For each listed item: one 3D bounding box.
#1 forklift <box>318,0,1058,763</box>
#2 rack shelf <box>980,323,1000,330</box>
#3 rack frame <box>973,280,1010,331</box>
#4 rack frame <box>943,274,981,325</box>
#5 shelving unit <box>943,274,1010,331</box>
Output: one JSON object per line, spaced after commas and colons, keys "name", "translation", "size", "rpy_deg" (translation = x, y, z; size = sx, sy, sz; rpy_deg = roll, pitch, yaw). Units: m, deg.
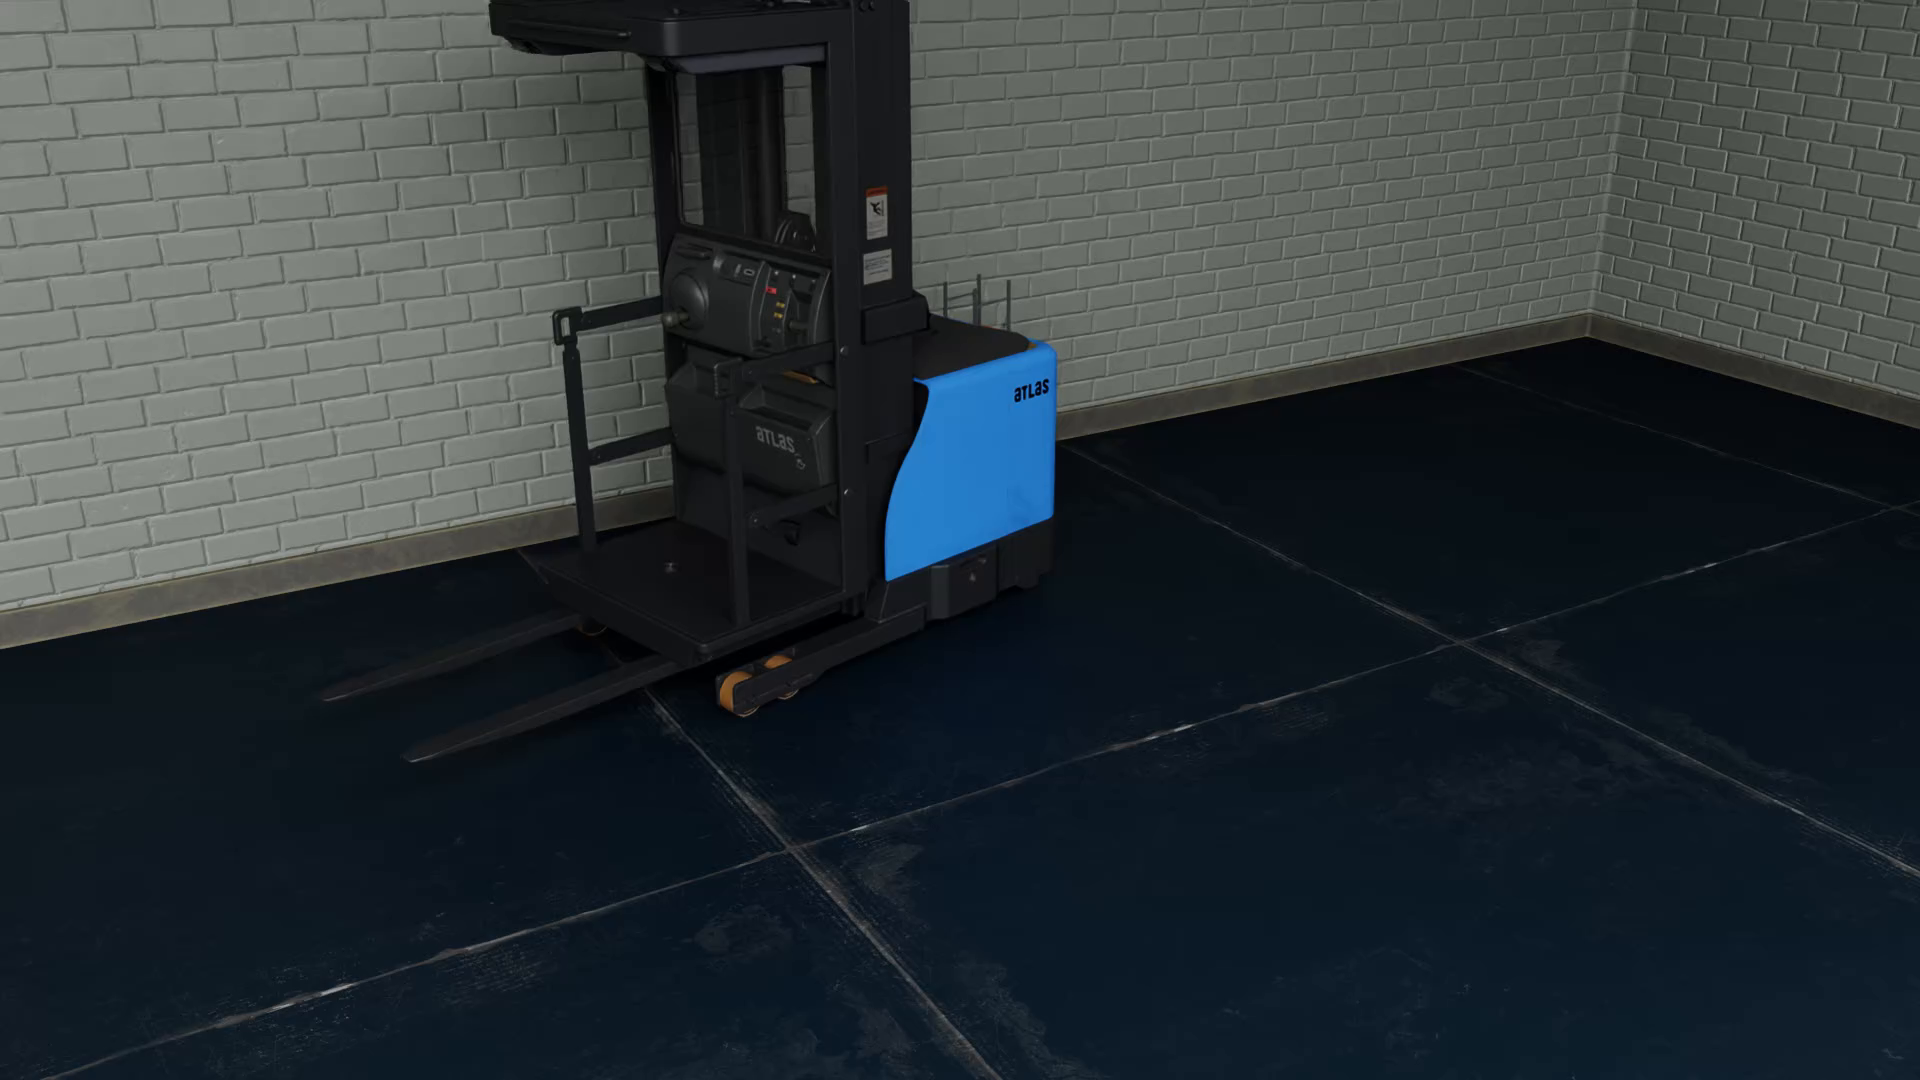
{"name": "forklift", "translation": [-0.968, -0.919, 6.179], "size": [1.130, 2.935, 3.031], "rpy_deg": [20, 30, 41]}
{"name": "rack shelf", "translation": [0.078, -0.901, 7.596], "size": [0.180, 0.103, 0.258], "rpy_deg": [20, 29, 40]}
{"name": "rack frame", "translation": [0.145, -0.585, 7.654], "size": [0.006, 1.200, 0.240], "rpy_deg": [20, 29, 40]}
{"name": "rack frame", "translation": [0.014, -0.632, 7.772], "size": [0.006, 1.200, 0.240], "rpy_deg": [20, 29, 40]}
{"name": "shelving unit", "translation": [0.079, -0.608, 7.713], "size": [0.189, 1.200, 0.258], "rpy_deg": [20, 29, 40]}
